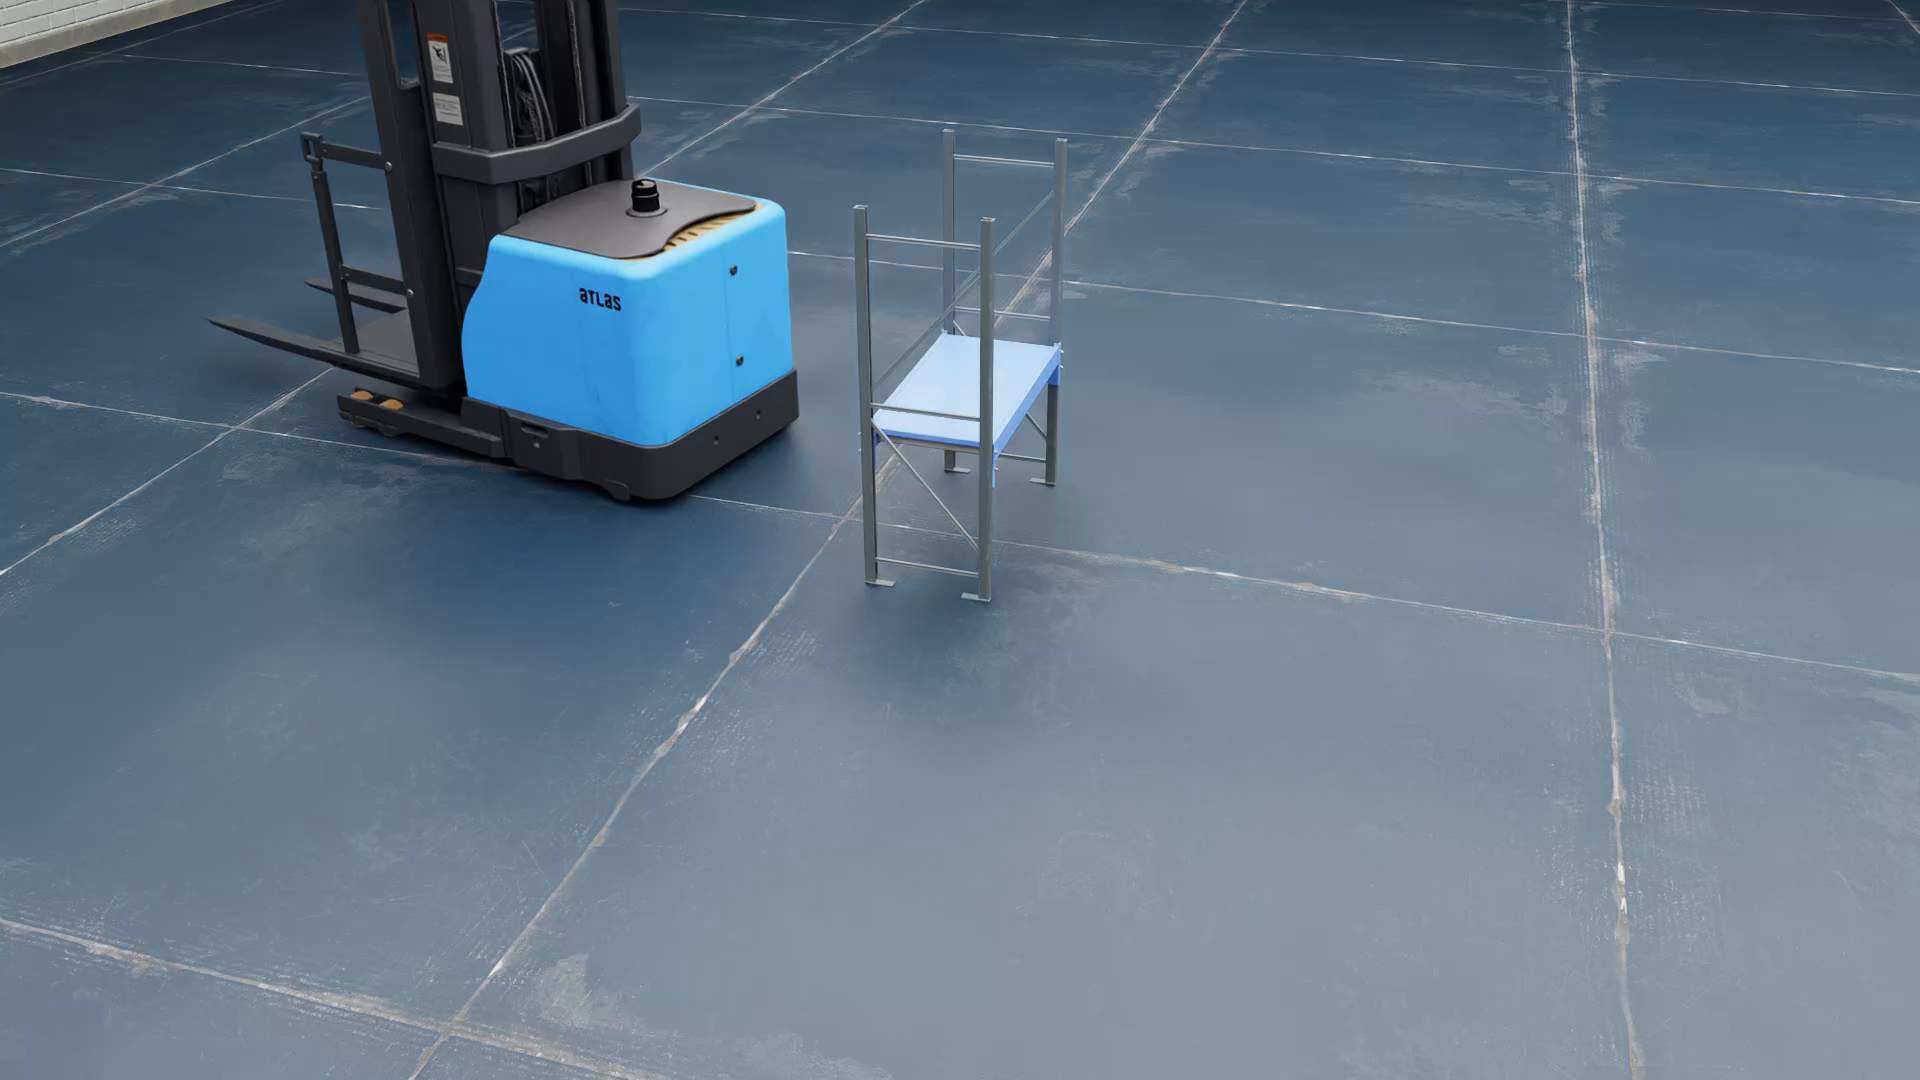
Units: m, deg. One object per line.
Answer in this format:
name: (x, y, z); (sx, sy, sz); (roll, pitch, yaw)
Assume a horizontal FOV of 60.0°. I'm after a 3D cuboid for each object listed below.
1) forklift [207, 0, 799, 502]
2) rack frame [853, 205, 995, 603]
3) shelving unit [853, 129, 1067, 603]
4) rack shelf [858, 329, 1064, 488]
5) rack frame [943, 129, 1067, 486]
forklift: (-2.272, -1.957, 7.253); (3.031, 2.935, 1.130); (16, 33, 26)
rack frame: (-0.124, -0.459, 6.032); (0.500, 1.500, 0.032); (8, 30, 15)
shelving unit: (0.025, -0.695, 6.457); (0.538, 1.500, 1.048); (8, 30, 15)
rack shelf: (0.025, -0.538, 6.544); (0.538, 0.185, 1.000); (8, 30, 15)
rack frame: (0.174, -0.931, 6.881); (0.500, 1.500, 0.032); (8, 30, 15)
